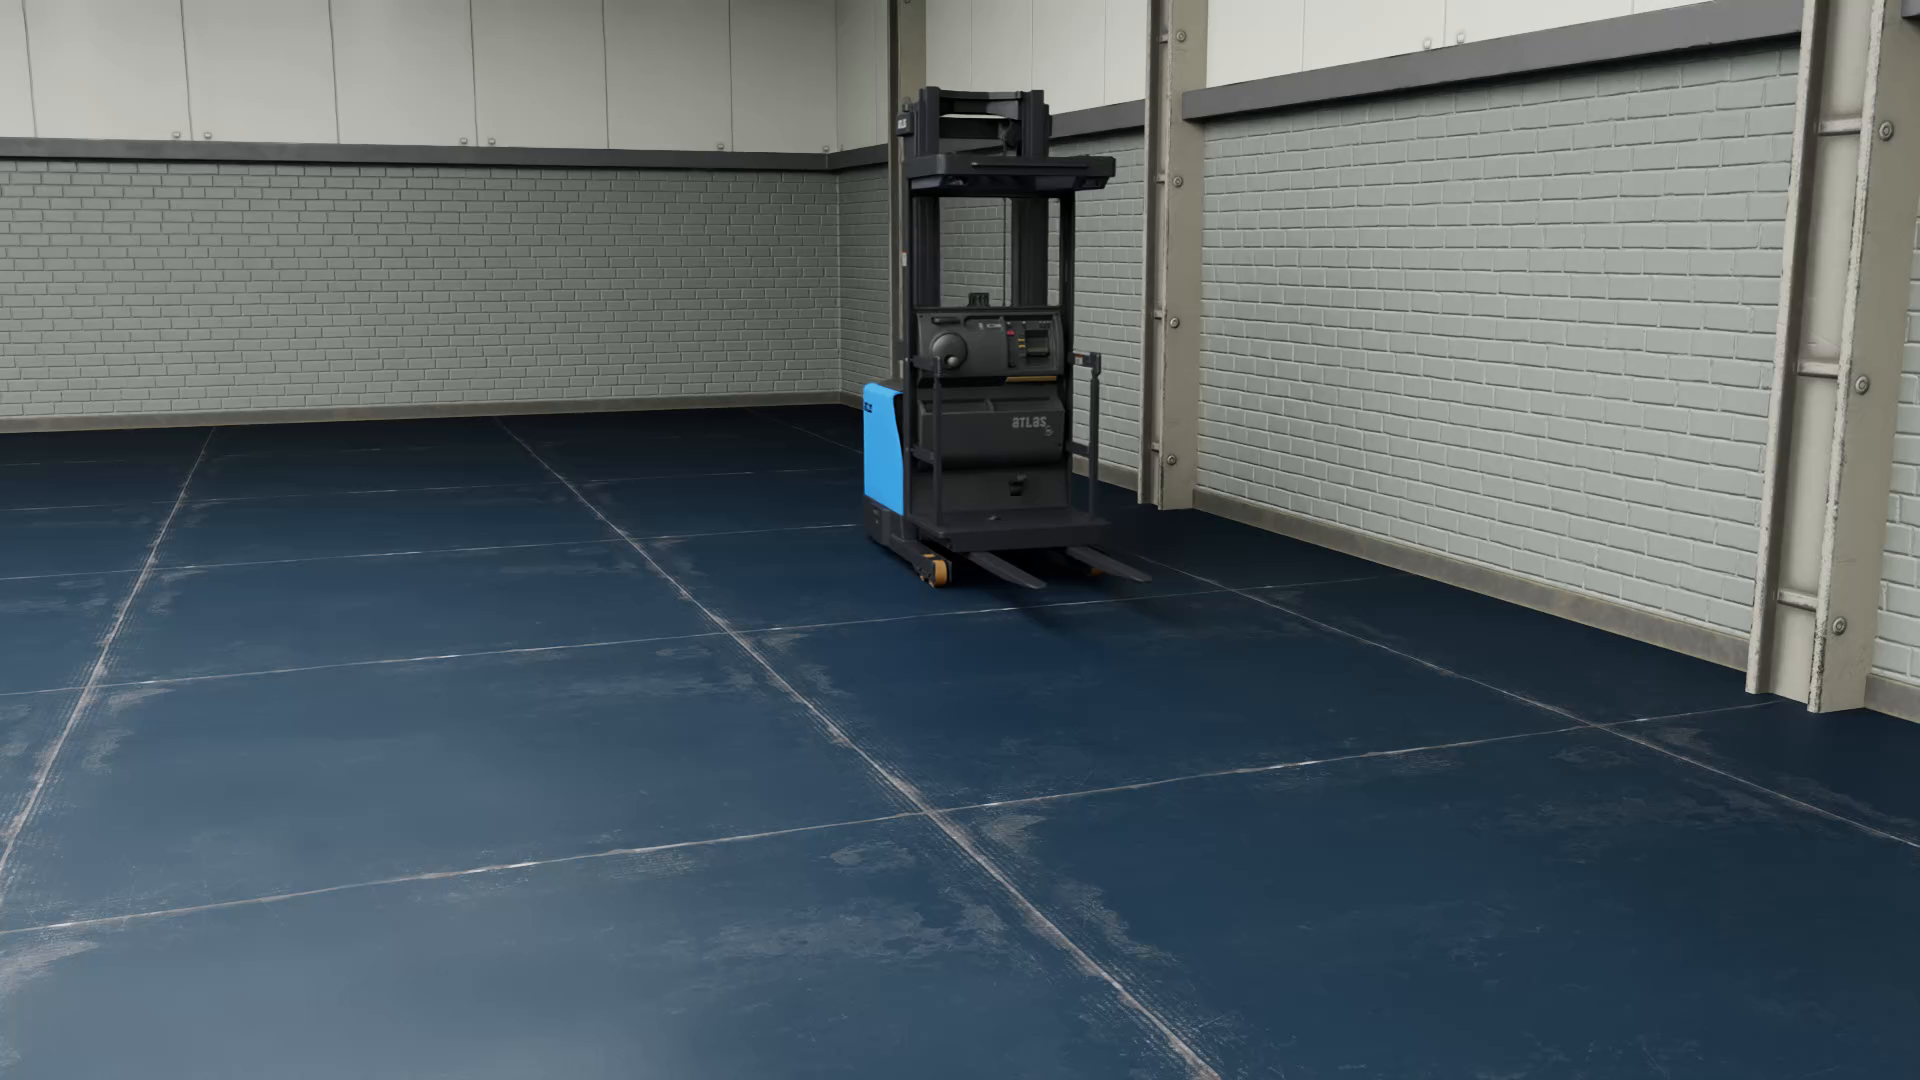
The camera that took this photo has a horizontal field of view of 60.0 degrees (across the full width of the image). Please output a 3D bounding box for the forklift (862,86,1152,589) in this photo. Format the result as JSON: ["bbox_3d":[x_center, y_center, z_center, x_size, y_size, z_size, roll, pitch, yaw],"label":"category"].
[{"bbox_3d":[0.258,-1.242,10.035,1.130,2.935,3.031,-3,11,-17],"label":"forklift"}]

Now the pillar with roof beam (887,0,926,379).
[{"bbox_3d":[-4.579,-5.407,16.124,9.100,9.000,0.400,-4,11,-21],"label":"pillar with roof beam"}]

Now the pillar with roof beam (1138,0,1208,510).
[{"bbox_3d":[-2.404,-4.428,10.618,9.100,9.000,0.400,-4,11,-21],"label":"pillar with roof beam"}]

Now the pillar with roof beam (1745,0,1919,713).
[{"bbox_3d":[-0.230,-3.449,5.112,9.100,9.000,0.400,-4,11,-21],"label":"pillar with roof beam"}]
